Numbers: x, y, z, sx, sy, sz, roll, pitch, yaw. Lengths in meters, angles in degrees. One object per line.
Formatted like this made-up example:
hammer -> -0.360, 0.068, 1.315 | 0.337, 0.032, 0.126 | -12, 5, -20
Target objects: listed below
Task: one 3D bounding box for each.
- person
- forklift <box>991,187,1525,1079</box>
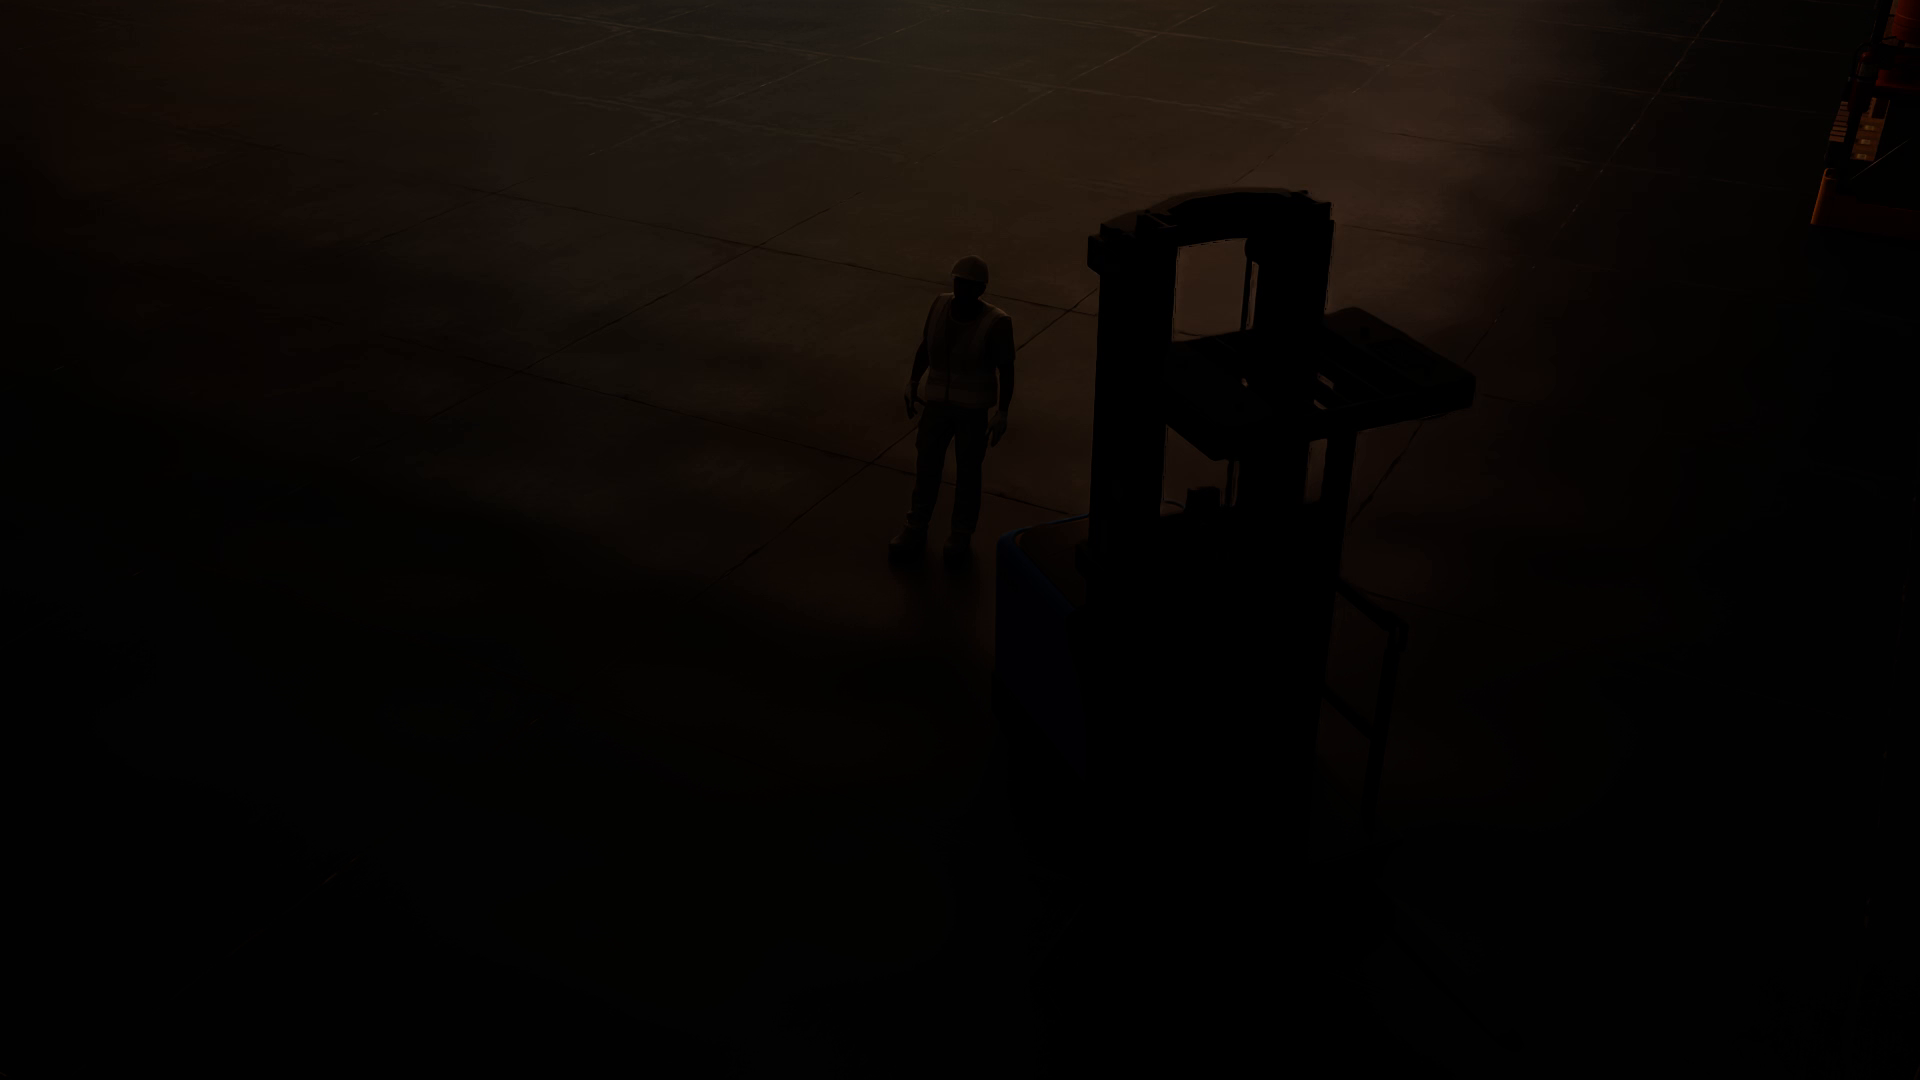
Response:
person -> -0.042, -0.749, 9.503 | 0.656, 1.781, 0.577 | 15, 33, 25
forklift -> 1.213, 0.203, 6.720 | 1.130, 2.935, 3.031 | -12, 32, -20
